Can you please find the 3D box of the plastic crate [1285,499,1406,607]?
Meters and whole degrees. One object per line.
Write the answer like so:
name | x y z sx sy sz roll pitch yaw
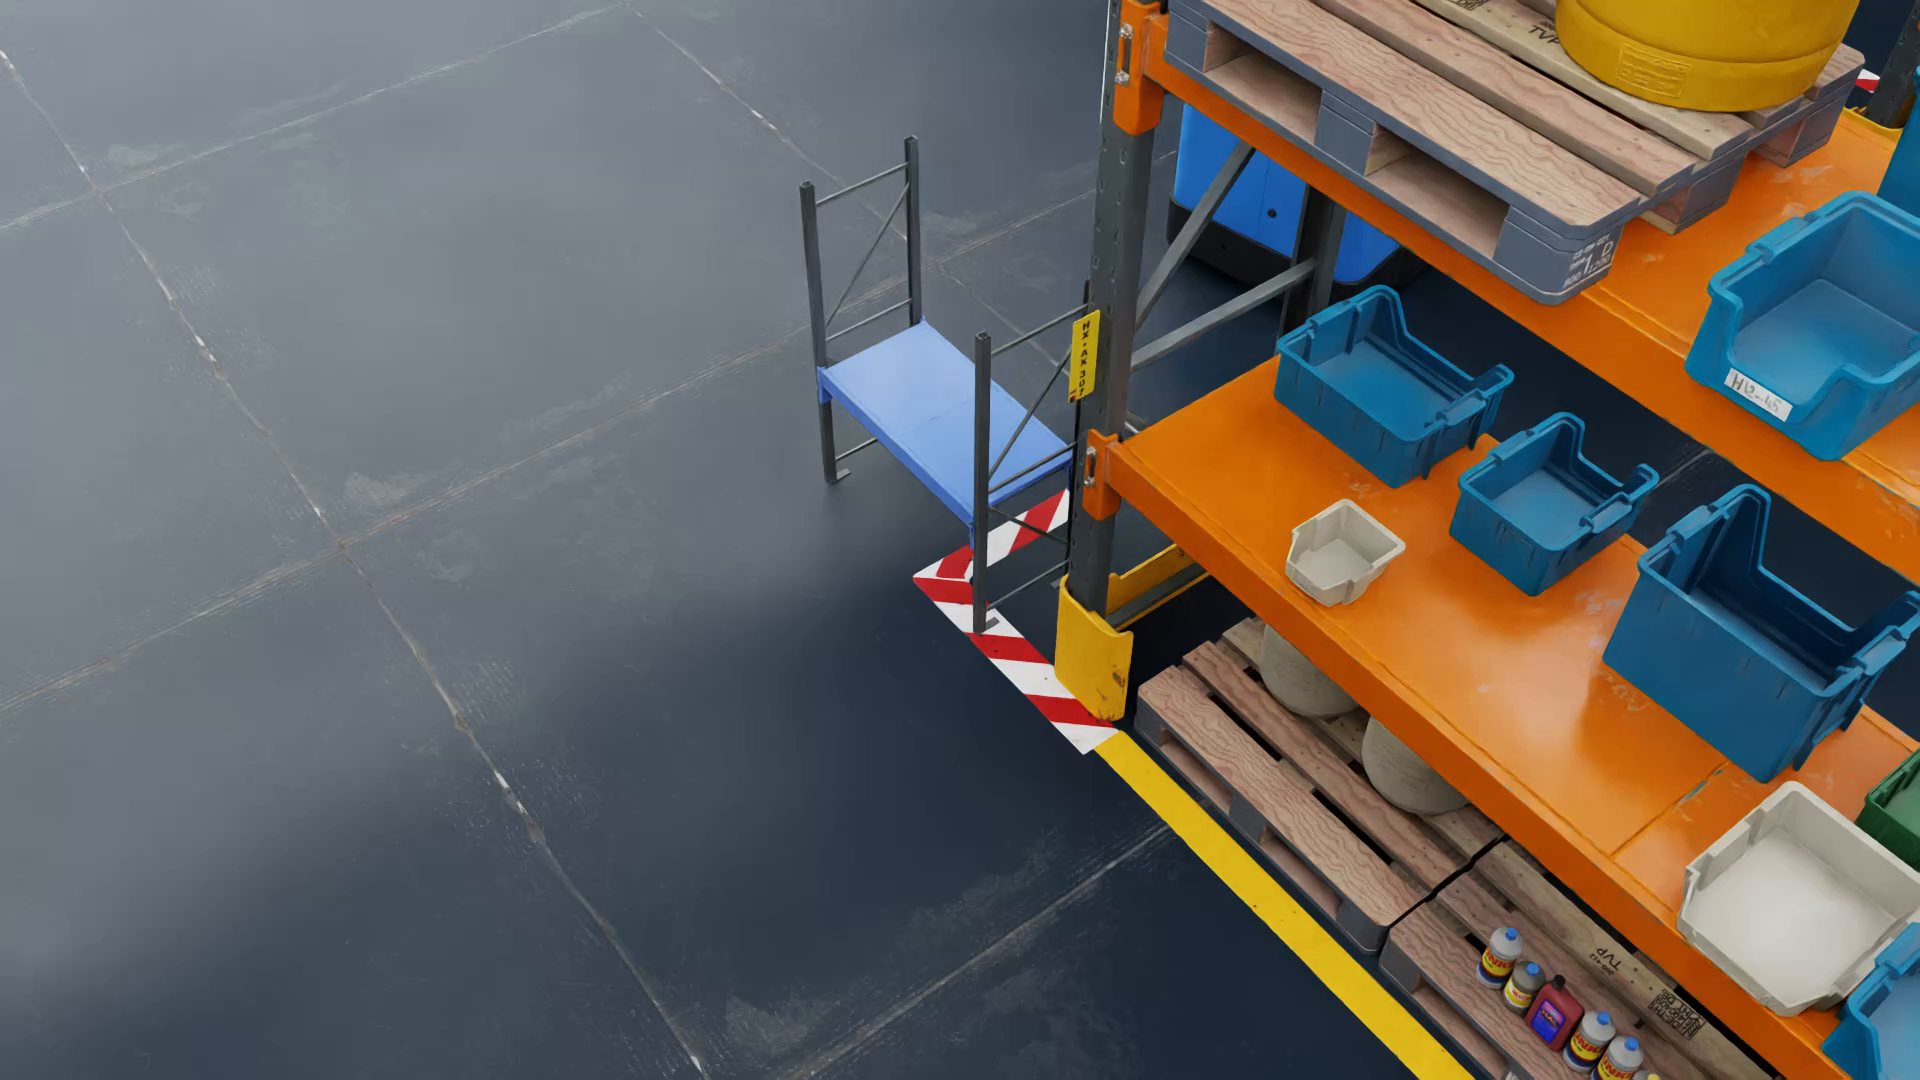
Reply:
plastic crate | 1.102 0.057 4.851 0.298 0.136 0.250 -29 54 -24

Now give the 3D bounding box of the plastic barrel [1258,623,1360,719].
plastic barrel | 1.275 0.344 5.808 0.421 0.512 0.421 0 48 0

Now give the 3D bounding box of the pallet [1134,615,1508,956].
pallet | 1.387 0.738 5.938 1.003 0.211 1.213 -29 54 -24

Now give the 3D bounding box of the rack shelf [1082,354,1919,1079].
rack shelf | 2.027 0.717 4.560 1.077 0.370 4.000 -29 54 -24

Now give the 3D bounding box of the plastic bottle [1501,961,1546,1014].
plastic bottle | 1.728 1.358 5.085 0.097 0.201 0.097 0 48 0

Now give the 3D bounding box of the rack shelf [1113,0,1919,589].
rack shelf | 2.027 -0.291 3.449 1.077 0.370 4.000 -29 54 -24

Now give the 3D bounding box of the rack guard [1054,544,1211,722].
rack guard | 0.899 0.159 6.267 1.175 0.500 0.348 -29 54 -24

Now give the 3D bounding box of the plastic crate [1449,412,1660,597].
plastic crate | 1.746 -0.108 4.922 0.499 0.251 0.408 -29 54 -24

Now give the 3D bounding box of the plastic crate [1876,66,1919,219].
plastic crate | 2.210 -0.717 3.360 0.392 0.384 0.575 -29 54 -24

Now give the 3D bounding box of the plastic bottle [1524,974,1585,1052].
plastic bottle | 1.788 1.411 4.981 0.061 0.283 0.133 -29 54 -23

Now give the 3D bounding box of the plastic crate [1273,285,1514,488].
plastic crate | 1.357 -0.493 5.272 0.499 0.251 0.616 -29 54 -24

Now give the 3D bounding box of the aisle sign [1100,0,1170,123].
aisle sign | 0.539 -1.488 4.319 0.394 0.787 0.004 -29 54 -24

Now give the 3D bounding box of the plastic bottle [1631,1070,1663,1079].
plastic bottle | 1.994 1.616 4.851 0.097 0.201 0.097 0 48 0

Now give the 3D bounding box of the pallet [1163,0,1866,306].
pallet | 1.239 -1.116 3.839 1.003 0.211 1.213 -29 54 -24

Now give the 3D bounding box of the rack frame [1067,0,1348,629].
rack frame | 0.816 -0.704 5.362 1.000 3.000 0.127 -29 54 -24

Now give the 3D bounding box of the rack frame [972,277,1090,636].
rack frame | 0.256 -0.254 5.967 0.500 1.500 0.032 -29 54 -24

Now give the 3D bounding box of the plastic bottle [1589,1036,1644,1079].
plastic bottle | 1.934 1.535 4.878 0.097 0.271 0.097 0 48 0

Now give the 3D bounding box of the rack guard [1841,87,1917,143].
rack guard | 4.746 -2.098 8.314 1.175 0.500 0.348 -29 54 -24

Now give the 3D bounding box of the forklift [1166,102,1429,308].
forklift | 2.331 -2.974 7.466 1.130 2.935 3.031 33 56 26

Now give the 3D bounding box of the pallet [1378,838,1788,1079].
pallet | 2.121 1.457 5.286 1.003 0.211 1.213 -29 54 -24

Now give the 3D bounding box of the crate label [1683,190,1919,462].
crate label | 1.686 -0.410 3.171 0.502 0.251 0.408 -29 54 -24

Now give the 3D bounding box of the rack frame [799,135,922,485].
rack frame | -0.359 -0.854 6.511 0.500 1.500 0.032 -29 54 -24

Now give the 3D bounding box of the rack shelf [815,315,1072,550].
rack shelf | -0.052 -0.433 6.372 0.538 0.185 1.000 -29 54 -24

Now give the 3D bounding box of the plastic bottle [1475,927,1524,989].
plastic bottle | 1.666 1.273 5.114 0.097 0.271 0.097 0 48 0

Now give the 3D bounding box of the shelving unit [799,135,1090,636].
shelving unit | -0.052 -0.554 6.239 0.538 1.500 1.048 -29 54 -24

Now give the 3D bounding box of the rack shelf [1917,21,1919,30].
rack shelf | 5.971 -1.503 6.572 1.077 0.370 4.000 -29 54 -24

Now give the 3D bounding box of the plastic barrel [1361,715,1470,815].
plastic barrel | 1.579 0.640 5.540 0.421 0.512 0.421 0 48 0

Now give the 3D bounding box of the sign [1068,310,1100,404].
sign | 0.375 -0.553 5.038 0.100 0.325 0.005 -29 54 -24

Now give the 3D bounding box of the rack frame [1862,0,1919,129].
rack frame | 4.760 -2.924 7.375 1.000 3.000 0.127 -29 54 -24

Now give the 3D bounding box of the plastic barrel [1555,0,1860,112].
plastic barrel | 1.607 -1.301 3.468 0.600 0.588 0.600 0 48 0

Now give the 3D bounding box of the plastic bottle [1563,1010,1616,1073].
plastic bottle | 1.873 1.476 4.931 0.097 0.271 0.097 0 48 0

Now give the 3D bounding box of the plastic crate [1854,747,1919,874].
plastic crate | 2.641 0.799 4.143 0.450 0.188 0.662 -29 54 -24

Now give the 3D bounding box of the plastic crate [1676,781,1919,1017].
plastic crate | 2.053 0.899 4.087 0.530 0.136 0.437 -29 54 -24

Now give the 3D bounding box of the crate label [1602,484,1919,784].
crate label | 2.146 0.248 4.475 0.502 0.435 0.616 -29 54 -24

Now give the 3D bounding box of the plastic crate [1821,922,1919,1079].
plastic crate | 2.352 1.174 3.761 0.499 0.251 0.616 -29 54 -24
